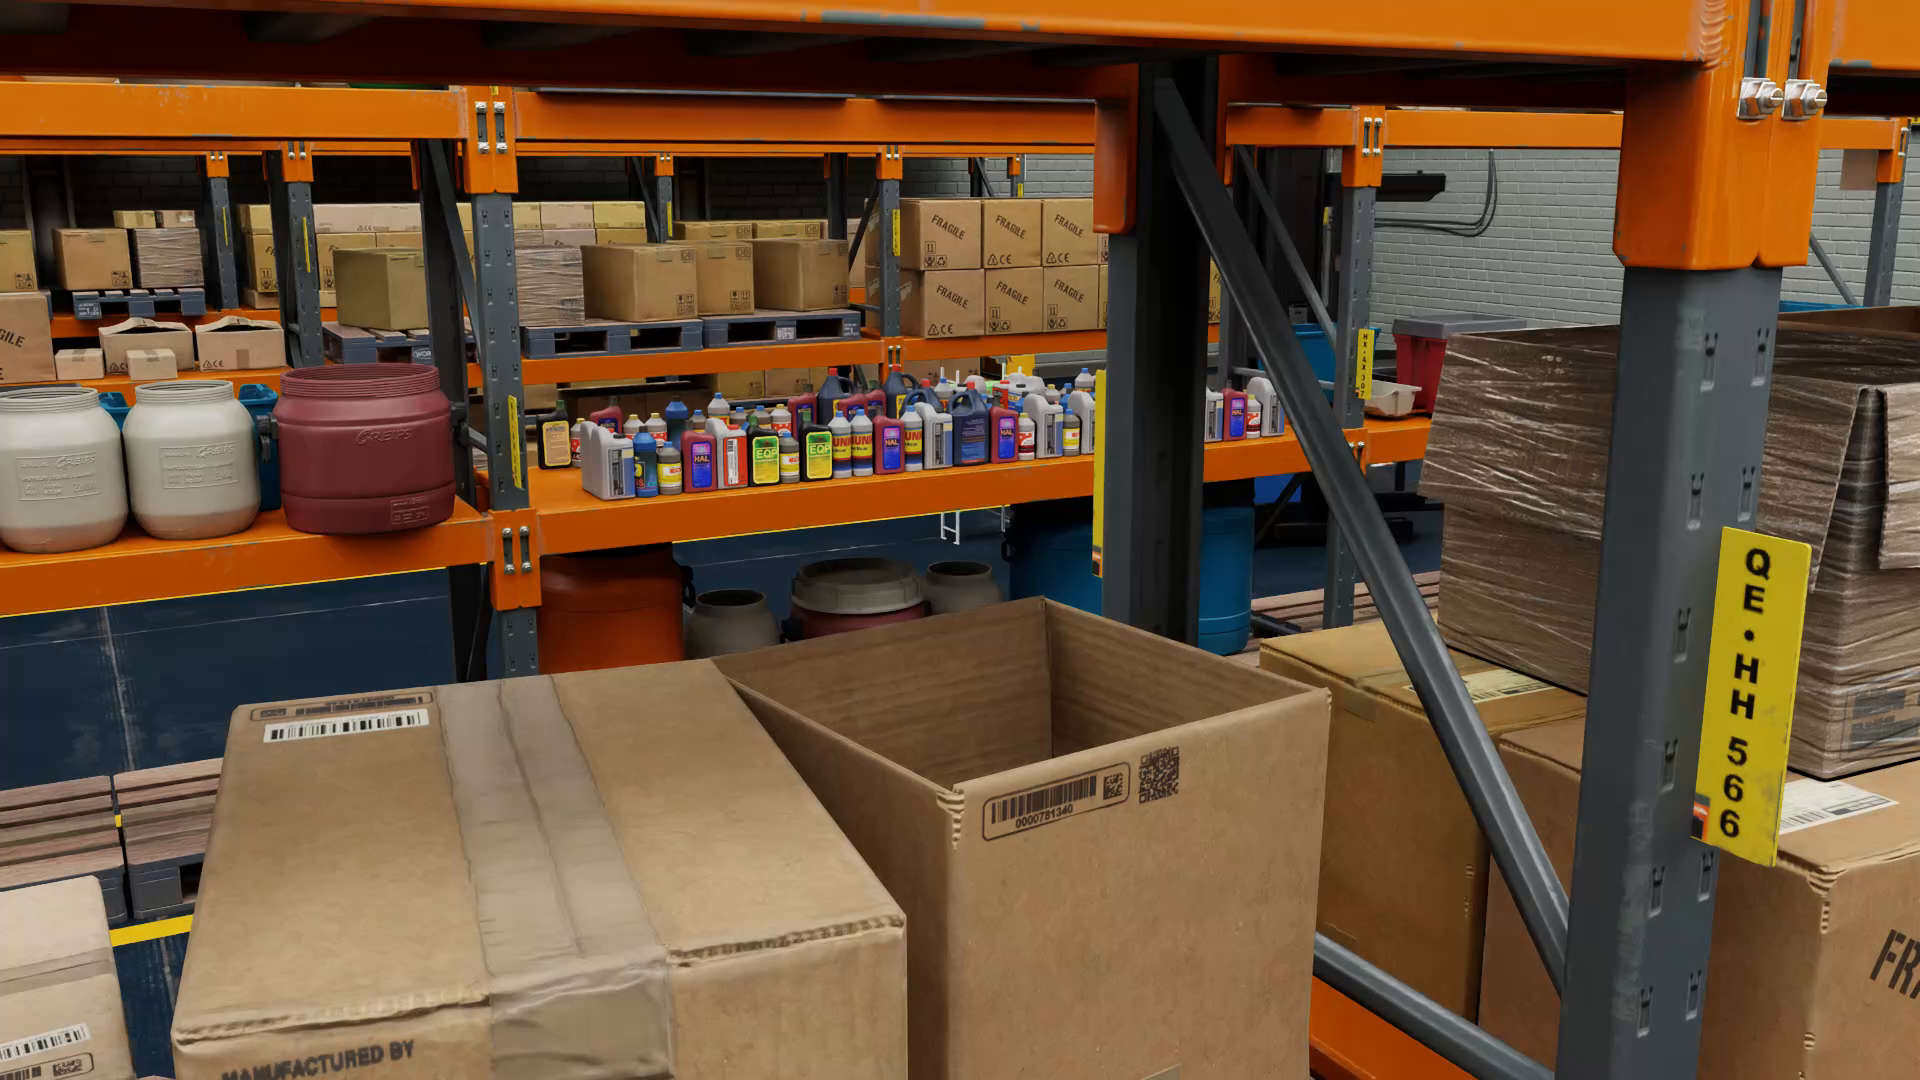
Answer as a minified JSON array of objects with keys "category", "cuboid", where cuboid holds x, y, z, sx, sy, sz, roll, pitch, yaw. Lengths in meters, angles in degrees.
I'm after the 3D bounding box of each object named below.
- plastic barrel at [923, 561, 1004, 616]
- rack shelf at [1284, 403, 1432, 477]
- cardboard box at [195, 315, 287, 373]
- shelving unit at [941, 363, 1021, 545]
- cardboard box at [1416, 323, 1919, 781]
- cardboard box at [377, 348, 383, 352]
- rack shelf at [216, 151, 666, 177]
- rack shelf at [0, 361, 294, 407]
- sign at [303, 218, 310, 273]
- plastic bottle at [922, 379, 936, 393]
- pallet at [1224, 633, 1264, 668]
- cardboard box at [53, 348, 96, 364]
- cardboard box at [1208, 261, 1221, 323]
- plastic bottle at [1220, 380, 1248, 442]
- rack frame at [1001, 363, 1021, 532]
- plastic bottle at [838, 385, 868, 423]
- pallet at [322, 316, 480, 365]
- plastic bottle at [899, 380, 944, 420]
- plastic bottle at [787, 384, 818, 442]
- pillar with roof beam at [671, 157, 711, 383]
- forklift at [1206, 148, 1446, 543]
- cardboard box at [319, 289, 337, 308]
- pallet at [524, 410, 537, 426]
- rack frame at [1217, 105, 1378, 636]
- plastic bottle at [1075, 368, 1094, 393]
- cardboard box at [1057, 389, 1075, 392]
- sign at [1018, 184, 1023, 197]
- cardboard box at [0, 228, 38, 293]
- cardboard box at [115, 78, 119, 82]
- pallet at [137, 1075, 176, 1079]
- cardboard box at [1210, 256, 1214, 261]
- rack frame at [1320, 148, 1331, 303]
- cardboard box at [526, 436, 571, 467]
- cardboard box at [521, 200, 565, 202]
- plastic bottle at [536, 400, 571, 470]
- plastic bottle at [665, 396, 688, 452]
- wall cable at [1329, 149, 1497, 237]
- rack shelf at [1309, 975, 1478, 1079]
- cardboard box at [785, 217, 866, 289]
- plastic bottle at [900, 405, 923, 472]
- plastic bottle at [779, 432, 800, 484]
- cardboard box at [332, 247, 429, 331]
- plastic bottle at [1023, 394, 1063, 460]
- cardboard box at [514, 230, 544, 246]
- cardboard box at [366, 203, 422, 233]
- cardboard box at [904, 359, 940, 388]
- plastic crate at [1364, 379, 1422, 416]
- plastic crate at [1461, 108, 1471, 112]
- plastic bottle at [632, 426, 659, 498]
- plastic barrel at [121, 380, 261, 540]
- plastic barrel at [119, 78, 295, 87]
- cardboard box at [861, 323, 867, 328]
[{"category":"plastic barrel","cuboid":[-0.003,0.381,7.795,0.421,0.512,0.421,0,13,0]},{"category":"rack shelf","cuboid":[3.398,-0.658,9.340,4.000,0.370,1.077,-7,14,-28]},{"category":"cardboard box","cuboid":[-4.579,-1.259,10.577,0.500,0.311,0.500,-6,14,-24]},{"category":"shelving unit","cuboid":[0.145,-0.603,11.555,0.503,1.200,0.258,-7,14,-28]},{"category":"cardboard box","cuboid":[1.154,-0.035,2.422,0.637,0.503,0.797,-6,14,-26]},{"category":"cardboard box","cuboid":[-5.135,-1.586,15.765,0.750,0.750,0.750,-7,14,-28]},{"category":"rack shelf","cuboid":[-4.860,-3.610,15.624,4.000,0.370,1.077,-7,14,-28]},{"category":"rack shelf","cuboid":[-5.994,-0.771,9.844,4.000,0.370,1.077,-7,14,-28]},{"category":"sign","cuboid":[-3.970,-1.791,10.099,0.005,0.325,0.100,-7,14,-28]},{"category":"plastic bottle","cuboid":[-0.163,-0.622,7.832,0.097,0.271,0.097,0,13,0]},{"category":"pallet","cuboid":[0.945,0.635,8.307,1.213,0.211,1.003,-7,14,-28]},{"category":"cardboard box","cuboid":[-7.753,-1.514,14.489,0.500,0.250,0.500,-7,14,-27]},{"category":"cardboard box","cuboid":[2.067,-2.068,13.740,0.500,0.500,0.500,-7,14,-27]},{"category":"plastic bottle","cuboid":[1.270,-0.605,7.730,0.133,0.283,0.061,-7,14,-28]},{"category":"rack frame","cuboid":[0.359,-0.628,11.669,0.015,1.200,0.240,-7,14,-28]},{"category":"plastic bottle","cuboid":[-0.483,-0.558,7.521,0.133,0.283,0.061,-7,14,-28]},{"category":"pallet","cuboid":[-3.677,-1.324,11.097,1.003,0.211,1.213,-7,14,-28]},{"category":"plastic bottle","cuboid":[-0.166,-0.514,7.174,0.185,0.351,0.144,-7,14,-28]},{"category":"plastic bottle","cuboid":[-0.715,-0.566,7.558,0.133,0.283,0.061,-7,14,-28]},{"category":"pillar with roof beam","cuboid":[-0.842,-5.045,13.532,0.400,9.000,9.100,-7,14,-28]},{"category":"forklift","cuboid":[2.687,-1.516,11.668,3.031,2.935,1.130,-2,13,-10]},{"category":"cardboard box","cuboid":[-5.716,-2.201,15.083,0.250,0.149,0.380,-6,14,-26]},{"category":"pallet","cuboid":[-4.818,-1.123,16.116,1.213,0.211,1.003,-7,14,-28]},{"category":"rack frame","cuboid":[1.642,-0.799,8.326,0.127,3.000,1.000,-7,14,-28]},{"category":"plastic bottle","cuboid":[0.617,-0.715,8.248,0.097,0.271,0.097,0,13,0]},{"category":"cardboard box","cuboid":[0.919,-0.949,13.678,0.637,0.503,0.797,-7,14,-28]},{"category":"sign","cuboid":[0.654,-3.703,18.055,0.005,0.325,0.100,-7,14,-28]},{"category":"cardboard box","cuboid":[-8.106,-2.364,14.051,0.500,0.500,0.700,-7,14,-28]},{"category":"cardboard box","cuboid":[-5.061,-2.811,9.820,0.500,0.250,0.500,-6,14,-26]},{"category":"pallet","cuboid":[-1.213,0.886,1.275,1.213,0.211,1.003,-7,14,-28]},{"category":"cardboard box","cuboid":[2.081,-2.558,13.638,0.500,0.500,0.500,-6,14,-26]},{"category":"rack frame","cuboid":[2.783,-2.174,14.439,0.127,3.000,1.000,-7,14,-28]},{"category":"cardboard box","cuboid":[-2.803,-0.429,11.373,0.500,0.500,0.500,-7,14,-29]},{"category":"cardboard box","cuboid":[-4.089,-3.223,16.439,0.500,0.250,0.500,-7,14,-27]},{"category":"plastic bottle","cuboid":[-1.718,-0.446,7.023,0.133,0.283,0.061,-7,14,-28]},{"category":"plastic bottle","cuboid":[-1.235,-0.493,7.262,0.097,0.271,0.097,0,13,0]},{"category":"wall cable","cuboid":[5.542,-5.067,20.699,0.112,2.526,3.097,-7,14,-28]},{"category":"rack shelf","cuboid":[2.260,0.717,3.229,4.000,0.370,1.077,-7,14,-28]},{"category":"cardboard box","cuboid":[-1.343,-3.062,17.701,0.700,0.700,0.980,-8,15,-31]},{"category":"plastic bottle","cuboid":[-0.205,-0.427,6.966,0.097,0.271,0.097,0,13,0]},{"category":"plastic bottle","cuboid":[-0.696,-0.334,6.713,0.097,0.201,0.097,0,13,0]},{"category":"cardboard box","cuboid":[-3.740,-1.674,11.033,0.700,0.500,0.500,11,17,41]},{"category":"plastic bottle","cuboid":[0.366,-0.504,7.301,0.135,0.276,0.152,-7,14,-28]},{"category":"cardboard box","cuboid":[-4.277,-2.708,15.857,0.500,0.500,0.500,-7,14,-28]},{"category":"cardboard box","cuboid":[-5.185,-2.965,15.292,0.500,0.250,0.500,-7,14,-27]},{"category":"cardboard box","cuboid":[-0.599,-1.968,18.261,0.500,0.500,0.700,-7,14,-28]},{"category":"plastic crate","cuboid":[2.119,-0.721,8.443,0.243,0.136,0.396,-7,14,-28]},{"category":"plastic crate","cuboid":[2.576,-2.341,8.946,0.466,0.136,0.293,-7,14,-28]},{"category":"plastic bottle","cuboid":[-1.219,-0.305,6.426,0.097,0.271,0.097,0,13,0]},{"category":"plastic barrel","cuboid":[-2.669,-0.283,5.780,0.421,0.512,0.421,0,13,0]},{"category":"plastic barrel","cuboid":[-2.693,-2.041,5.874,0.600,0.901,0.600,0,13,0]},{"category":"cardboard box","cuboid":[-1.033,-2.283,18.180,0.250,0.149,0.380,-7,14,-27]}]
